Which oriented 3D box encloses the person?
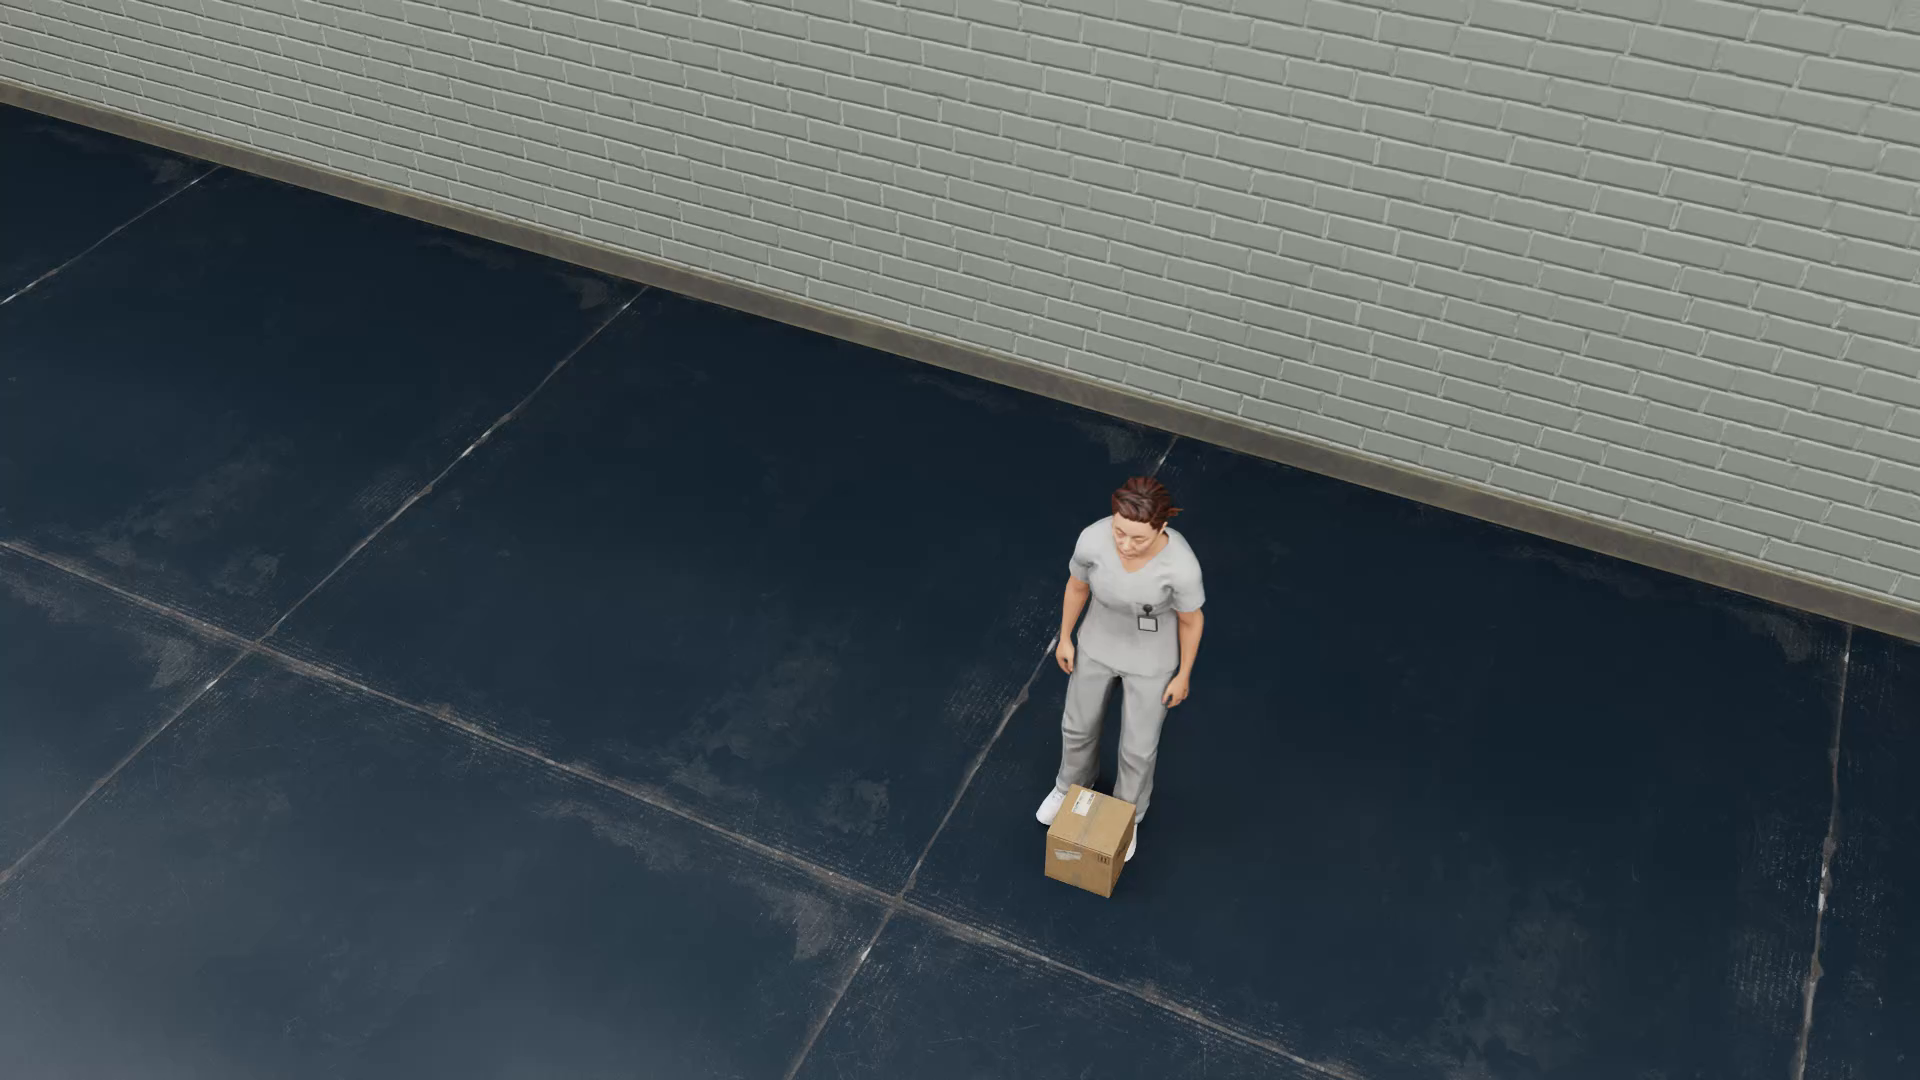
[{"bbox_3d":[0.556,0.425,5.696,0.492,1.667,0.404,17,45,18],"label":"person"}]
